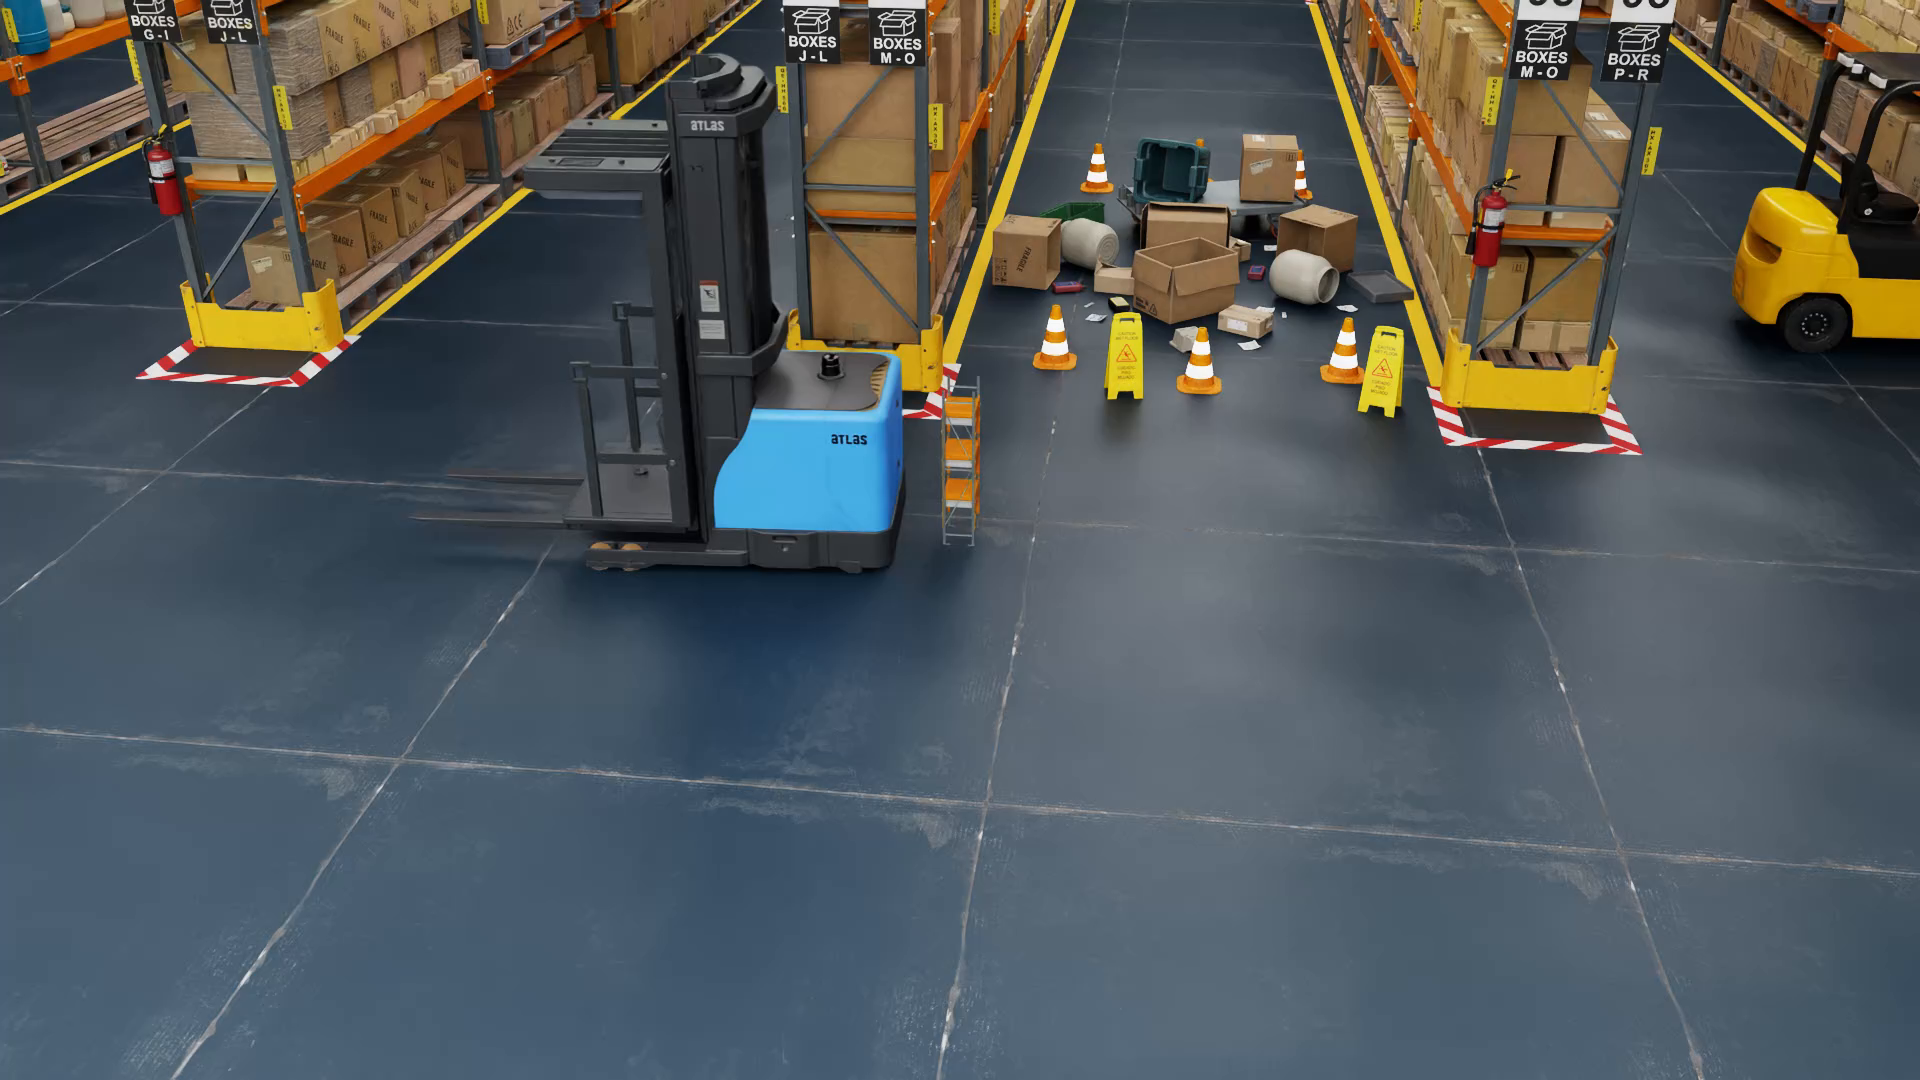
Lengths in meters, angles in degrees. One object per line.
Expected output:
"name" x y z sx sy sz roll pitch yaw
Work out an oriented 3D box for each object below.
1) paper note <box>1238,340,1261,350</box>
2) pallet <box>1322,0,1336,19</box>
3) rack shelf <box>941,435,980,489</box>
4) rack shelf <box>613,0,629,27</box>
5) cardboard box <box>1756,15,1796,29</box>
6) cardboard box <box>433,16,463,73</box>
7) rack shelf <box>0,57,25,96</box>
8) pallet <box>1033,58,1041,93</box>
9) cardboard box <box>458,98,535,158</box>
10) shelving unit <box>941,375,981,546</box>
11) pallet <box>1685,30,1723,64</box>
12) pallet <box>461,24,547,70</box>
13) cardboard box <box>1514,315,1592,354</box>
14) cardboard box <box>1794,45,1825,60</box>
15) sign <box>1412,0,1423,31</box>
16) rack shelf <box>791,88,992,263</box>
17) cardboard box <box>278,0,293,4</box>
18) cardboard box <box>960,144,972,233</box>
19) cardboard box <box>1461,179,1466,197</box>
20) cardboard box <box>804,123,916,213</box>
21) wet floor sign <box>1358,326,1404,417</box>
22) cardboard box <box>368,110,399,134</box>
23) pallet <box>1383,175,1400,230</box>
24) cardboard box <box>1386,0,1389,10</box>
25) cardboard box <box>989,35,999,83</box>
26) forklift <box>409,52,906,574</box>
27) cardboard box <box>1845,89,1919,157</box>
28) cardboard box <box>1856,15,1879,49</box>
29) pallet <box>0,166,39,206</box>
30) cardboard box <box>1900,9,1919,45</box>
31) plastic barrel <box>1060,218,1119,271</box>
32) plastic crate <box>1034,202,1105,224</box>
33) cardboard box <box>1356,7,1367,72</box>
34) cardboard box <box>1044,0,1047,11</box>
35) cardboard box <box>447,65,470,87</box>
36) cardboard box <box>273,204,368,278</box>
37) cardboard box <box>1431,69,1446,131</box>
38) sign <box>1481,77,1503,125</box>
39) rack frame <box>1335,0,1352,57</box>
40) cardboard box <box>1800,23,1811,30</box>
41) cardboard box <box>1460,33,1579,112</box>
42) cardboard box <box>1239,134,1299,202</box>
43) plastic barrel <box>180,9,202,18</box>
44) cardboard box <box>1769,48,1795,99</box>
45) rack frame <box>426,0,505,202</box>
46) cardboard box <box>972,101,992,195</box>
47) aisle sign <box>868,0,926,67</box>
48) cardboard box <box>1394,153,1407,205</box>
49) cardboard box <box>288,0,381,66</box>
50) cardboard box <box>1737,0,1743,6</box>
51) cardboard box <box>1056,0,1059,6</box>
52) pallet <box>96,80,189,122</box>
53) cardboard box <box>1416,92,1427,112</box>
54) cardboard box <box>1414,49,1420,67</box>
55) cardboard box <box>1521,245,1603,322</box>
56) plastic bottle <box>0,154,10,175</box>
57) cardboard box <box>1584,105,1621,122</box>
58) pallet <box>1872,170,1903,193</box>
"paper note" 2.342 -1.577 13.438 0.148 0.019 0.142 -6 29 -11
"pallet" 6.142 -8.247 25.627 1.003 0.211 1.213 3 28 6
"rack shelf" 0.007 -0.478 10.345 0.215 0.259 0.240 3 28 6
"rack shelf" -4.408 -7.290 21.670 1.077 0.370 4.000 3 28 6
"cardboard box" 10.294 -6.516 20.984 0.380 0.149 0.250 3 28 5
"cardboard box" -5.260 -4.749 15.776 0.875 0.500 0.500 3 28 6
"rack shelf" -10.304 -3.812 15.214 1.077 0.370 4.000 3 28 6
"pallet" 0.506 -6.043 21.536 1.003 0.211 1.213 3 28 6
"cardboard box" -4.969 -4.387 17.694 0.700 0.500 0.500 3 28 6
"shelving unit" 0.007 -0.487 10.340 0.215 1.050 0.252 3 28 6
"pallet" 10.684 -6.781 22.907 1.003 0.211 1.213 3 28 6
"pallet" -4.905 -5.050 16.955 1.003 0.211 1.213 3 28 6
"cardboard box" 4.575 -1.662 12.921 0.500 0.250 0.500 3 28 6
"cardboard box" 9.997 -5.672 19.416 0.380 0.149 0.250 2 28 5
"sign" 4.141 -4.747 14.970 0.100 0.325 0.005 3 28 6
"rack shelf" -0.478 -3.189 14.057 1.077 0.370 4.000 3 28 6
"cardboard box" -5.692 -4.259 13.812 0.500 0.500 0.500 3 28 6
"cardboard box" -0.379 -3.404 15.496 0.875 0.875 0.875 4 29 7
"cardboard box" 4.009 -2.647 12.558 0.380 0.149 0.250 3 28 5
"cardboard box" -0.722 -2.807 12.432 0.875 0.550 0.550 3 28 6
"wet floor sign" 3.117 -1.260 12.201 0.267 0.644 0.232 14 31 24
"cardboard box" -5.082 -3.610 14.345 0.380 0.149 0.250 3 28 6
"pallet" 4.786 -3.346 16.530 1.003 0.211 1.213 3 28 6
"cardboard box" 4.811 -5.765 17.902 0.380 0.149 0.250 2 28 3
"cardboard box" 0.099 -4.723 16.040 0.500 0.500 0.500 4 29 7
"forklift" -1.893 -1.347 9.952 3.031 2.935 1.130 2 28 3
"cardboard box" 9.947 -4.342 17.499 0.875 0.625 0.625 4 29 8
"cardboard box" 9.746 -5.306 17.386 0.500 0.250 0.500 3 28 5
"pallet" -10.182 -3.529 16.870 1.003 0.211 1.213 3 28 6
"cardboard box" 9.630 -5.039 16.365 0.500 0.250 0.500 4 29 7
"plastic barrel" 1.151 -2.690 15.088 0.421 0.421 0.512 -24 36 -37
"plastic crate" 1.046 -3.076 15.994 0.450 0.188 0.662 9 28 37
"cardboard box" 5.573 -6.500 21.242 0.875 0.875 0.875 4 29 8
"cardboard box" 0.907 -7.262 22.261 0.500 0.250 0.500 3 28 5
"cardboard box" -4.918 -4.437 15.880 0.380 0.149 0.250 3 28 6
"cardboard box" -5.501 -2.561 14.325 0.500 0.500 0.500 11 30 19
"cardboard box" 4.249 -3.718 13.861 0.500 0.500 0.500 3 28 6
"sign" 3.654 -3.015 11.421 0.100 0.325 0.005 3 28 6
"rack frame" 5.672 -7.973 22.178 1.000 3.000 0.127 3 28 6
"cardboard box" 10.700 -6.378 20.727 0.380 0.149 0.250 4 29 8
"cardboard box" 4.118 -3.430 12.273 0.700 0.500 0.500 4 29 7
"cardboard box" 2.922 -3.529 15.767 0.500 0.500 0.500 3 28 6
"plastic barrel" -9.526 -6.414 21.131 0.600 0.830 0.708 3 28 6
"cardboard box" 10.081 -5.580 19.930 0.500 0.500 0.500 5 29 8
"rack frame" -5.143 -4.783 16.257 1.000 3.000 0.127 3 28 6
"cardboard box" -0.246 -3.939 16.620 1.050 0.750 0.750 3 28 6
"aisle sign" -0.434 -3.658 11.428 0.394 0.787 0.004 3 28 6
"cardboard box" 4.754 -3.482 16.170 0.950 0.372 0.625 4 29 7
"cardboard box" -5.167 -4.228 13.755 0.500 0.500 0.500 3 28 6
"cardboard box" 10.351 -7.030 21.623 0.380 0.149 0.250 3 28 5
"cardboard box" 1.291 -8.151 25.072 0.380 0.149 0.250 4 29 7
"pallet" -9.702 -5.363 20.275 1.003 0.211 1.213 3 28 6
"cardboard box" 4.335 -3.967 15.007 0.380 0.149 0.250 3 28 6
"cardboard box" 4.481 -4.539 15.627 0.380 0.149 0.250 4 29 7
"cardboard box" 4.578 -2.003 12.764 0.500 0.500 0.500 2 28 4
"plastic bottle" -9.794 -3.843 17.000 0.097 0.201 0.097 0 28 0
"cardboard box" 4.596 -2.950 12.436 0.500 0.500 0.500 4 29 8
"pallet" 9.818 -3.617 17.034 1.003 0.211 1.213 3 28 6
